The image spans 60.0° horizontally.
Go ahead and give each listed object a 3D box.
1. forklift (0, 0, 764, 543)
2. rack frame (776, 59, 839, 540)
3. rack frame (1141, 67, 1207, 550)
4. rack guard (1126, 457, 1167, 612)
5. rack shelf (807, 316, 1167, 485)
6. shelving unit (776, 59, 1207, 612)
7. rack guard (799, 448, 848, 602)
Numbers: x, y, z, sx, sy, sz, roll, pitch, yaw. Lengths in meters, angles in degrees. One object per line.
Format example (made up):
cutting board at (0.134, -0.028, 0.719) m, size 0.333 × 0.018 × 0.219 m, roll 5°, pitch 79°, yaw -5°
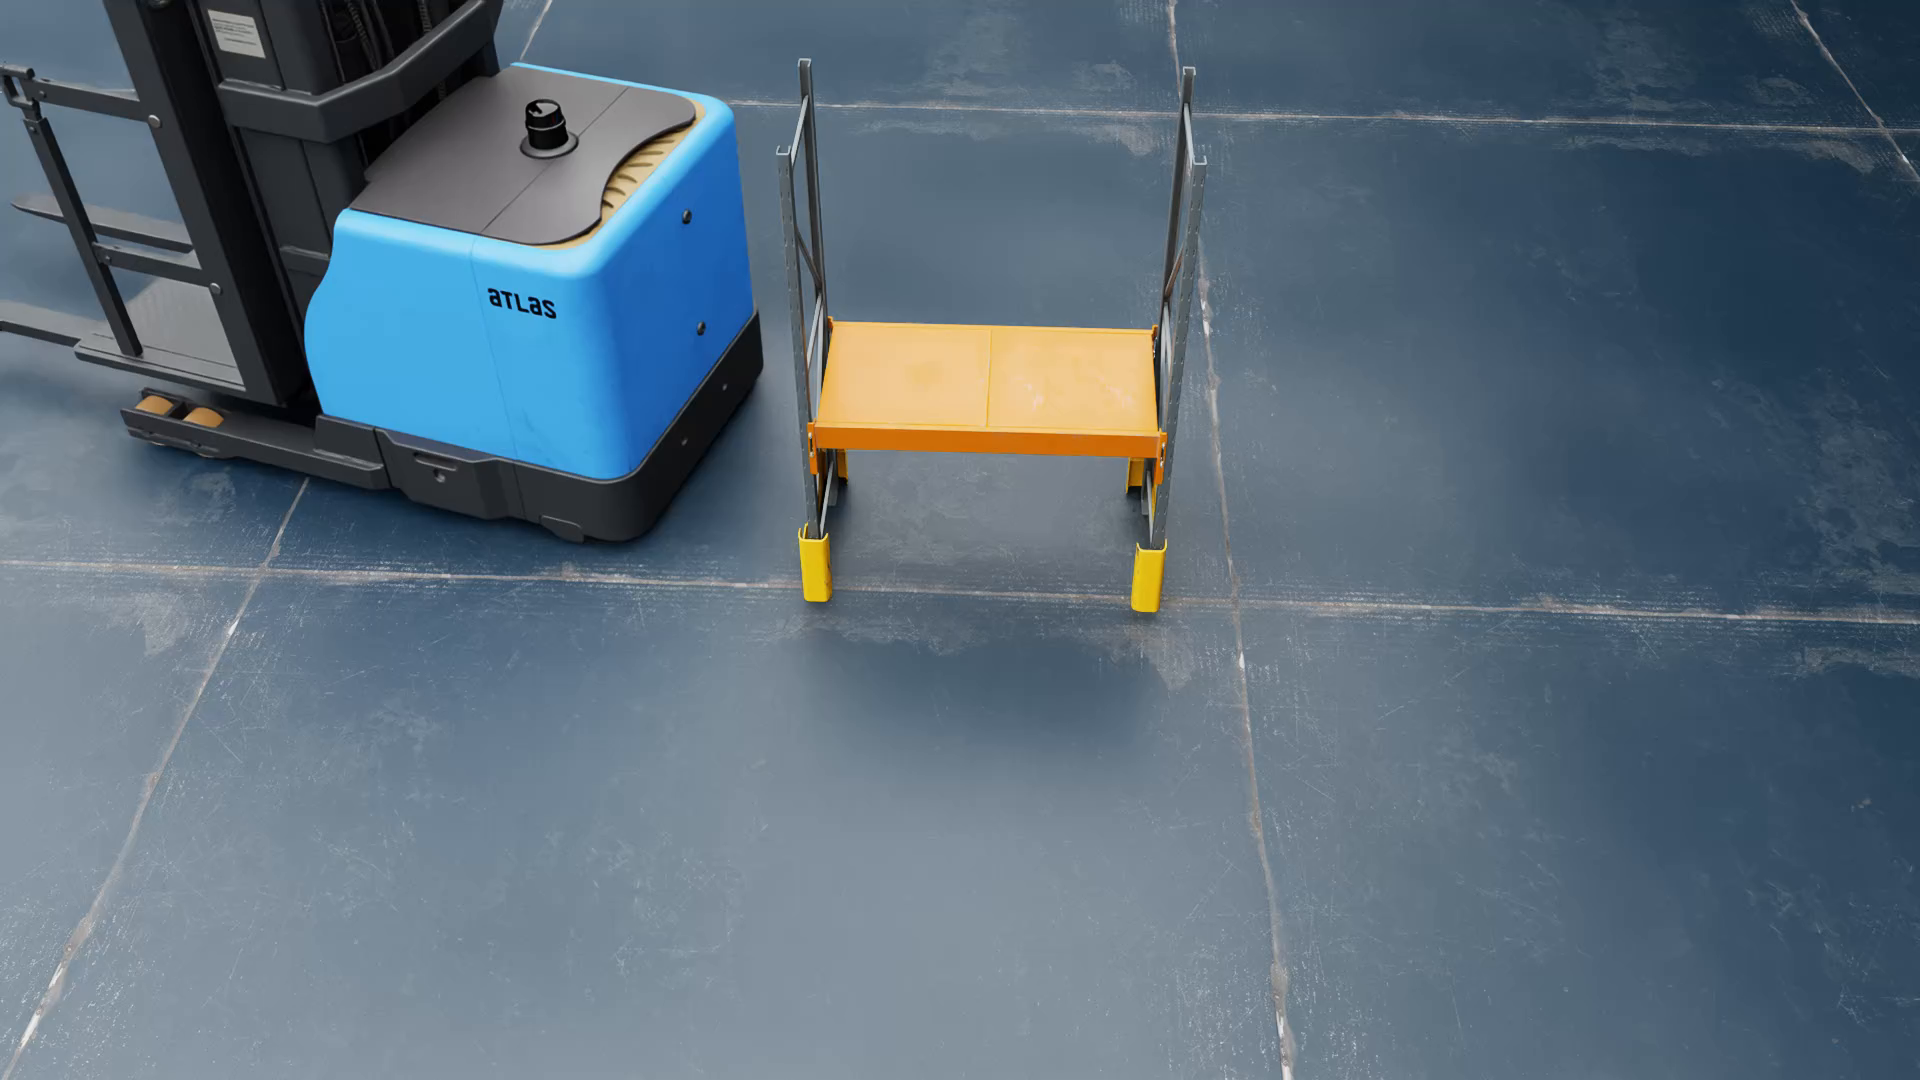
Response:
forklift at (-2.258, -1.671, 4.894) m, size 3.031 × 2.935 × 1.130 m, roll 13°, pitch 45°, yaw 14°
rack frame at (-0.423, -0.562, 4.753) m, size 0.032 × 1.500 × 0.500 m, roll 2°, pitch 43°, yaw 2°
rack frame at (0.593, -0.531, 4.719) m, size 0.032 × 1.500 × 0.500 m, roll 2°, pitch 43°, yaw 2°
rack guard at (0.574, -0.074, 5.146) m, size 0.087 × 0.250 × 0.587 m, roll 2°, pitch 43°, yaw 2°
rack shelf at (0.085, -0.415, 4.859) m, size 1.000 × 0.185 × 0.538 m, roll 2°, pitch 43°, yaw 2°
shelving unit at (0.076, -0.546, 4.736) m, size 1.083 × 1.500 × 0.587 m, roll 2°, pitch 43°, yaw 2°
rack guard at (-0.421, -0.104, 5.179) m, size 0.087 × 0.250 × 0.587 m, roll 2°, pitch 43°, yaw 2°
